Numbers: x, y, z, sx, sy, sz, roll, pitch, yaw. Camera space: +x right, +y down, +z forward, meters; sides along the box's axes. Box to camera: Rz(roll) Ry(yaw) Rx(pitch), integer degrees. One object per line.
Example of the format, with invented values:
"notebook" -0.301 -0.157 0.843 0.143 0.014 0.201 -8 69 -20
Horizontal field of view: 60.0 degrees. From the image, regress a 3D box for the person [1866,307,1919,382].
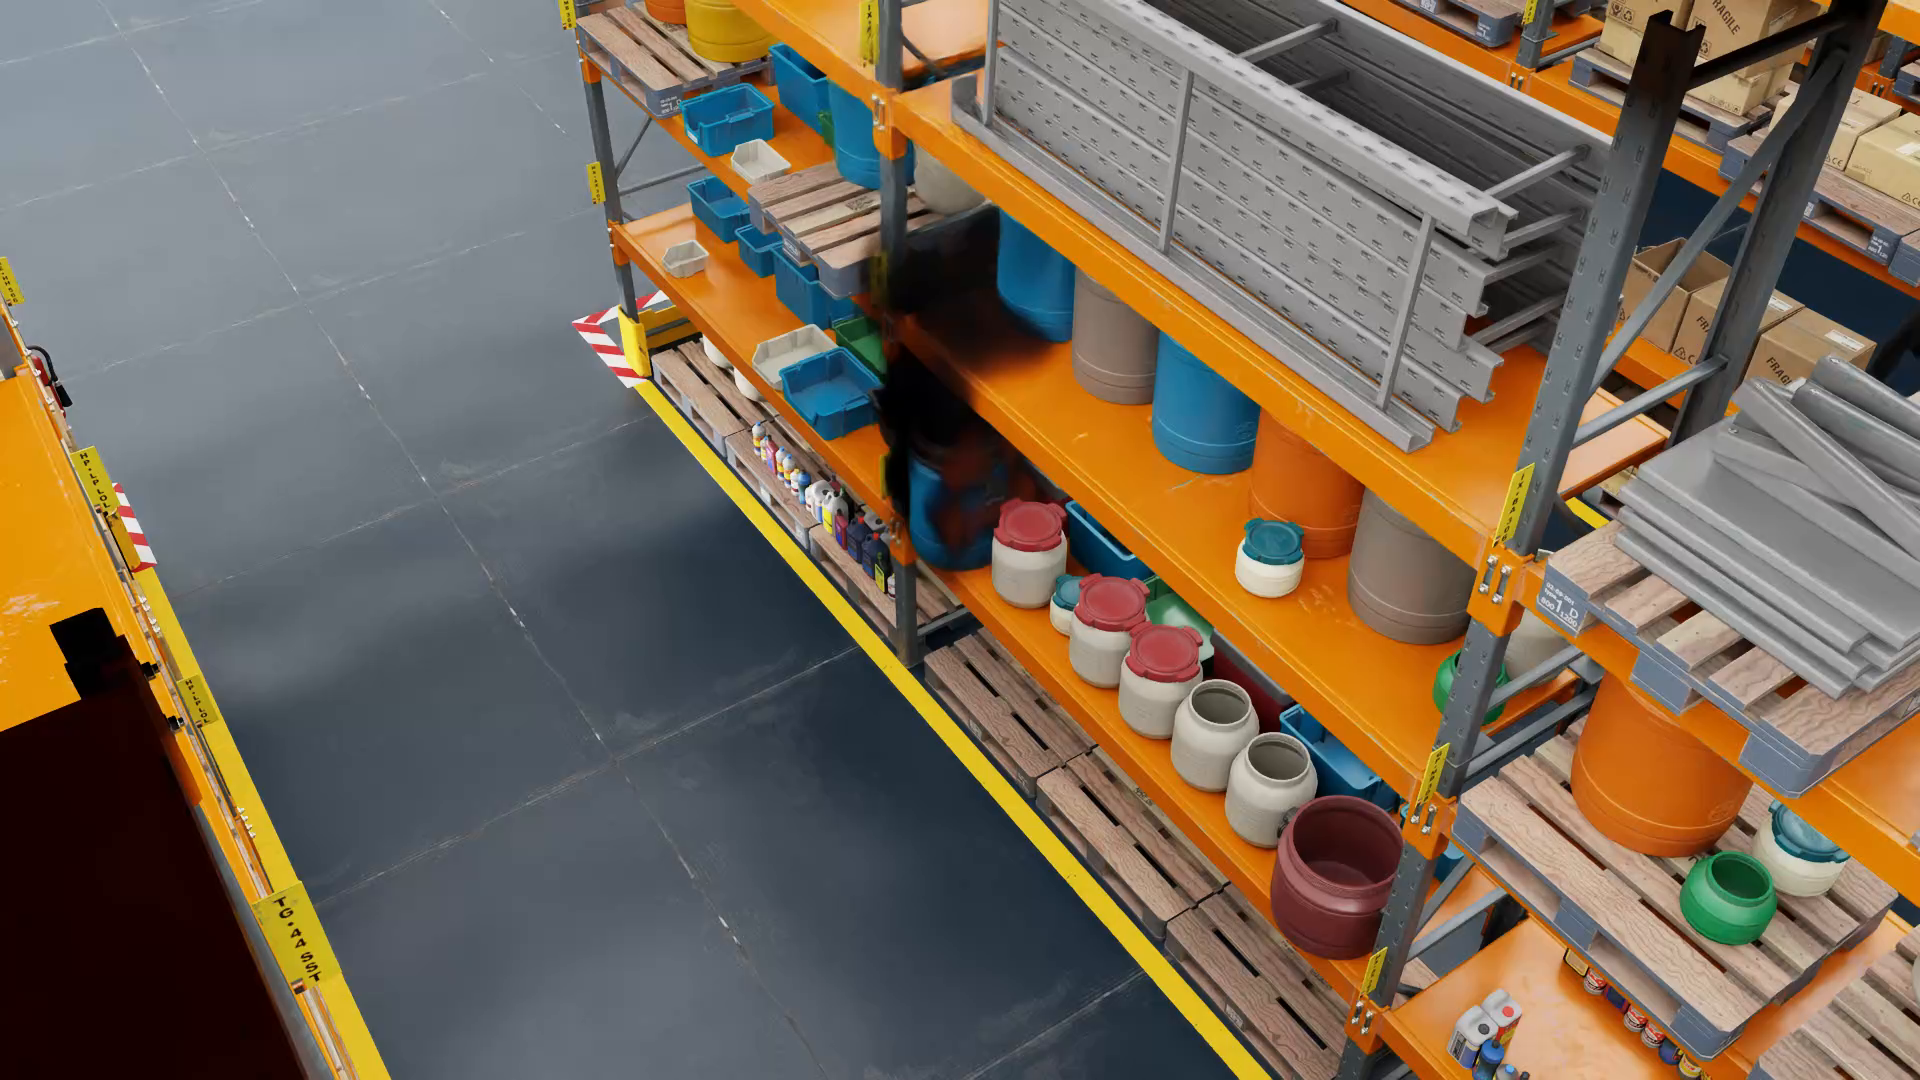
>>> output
"person" 7.254 -1.663 12.344 0.904 1.653 0.580 31 51 29
